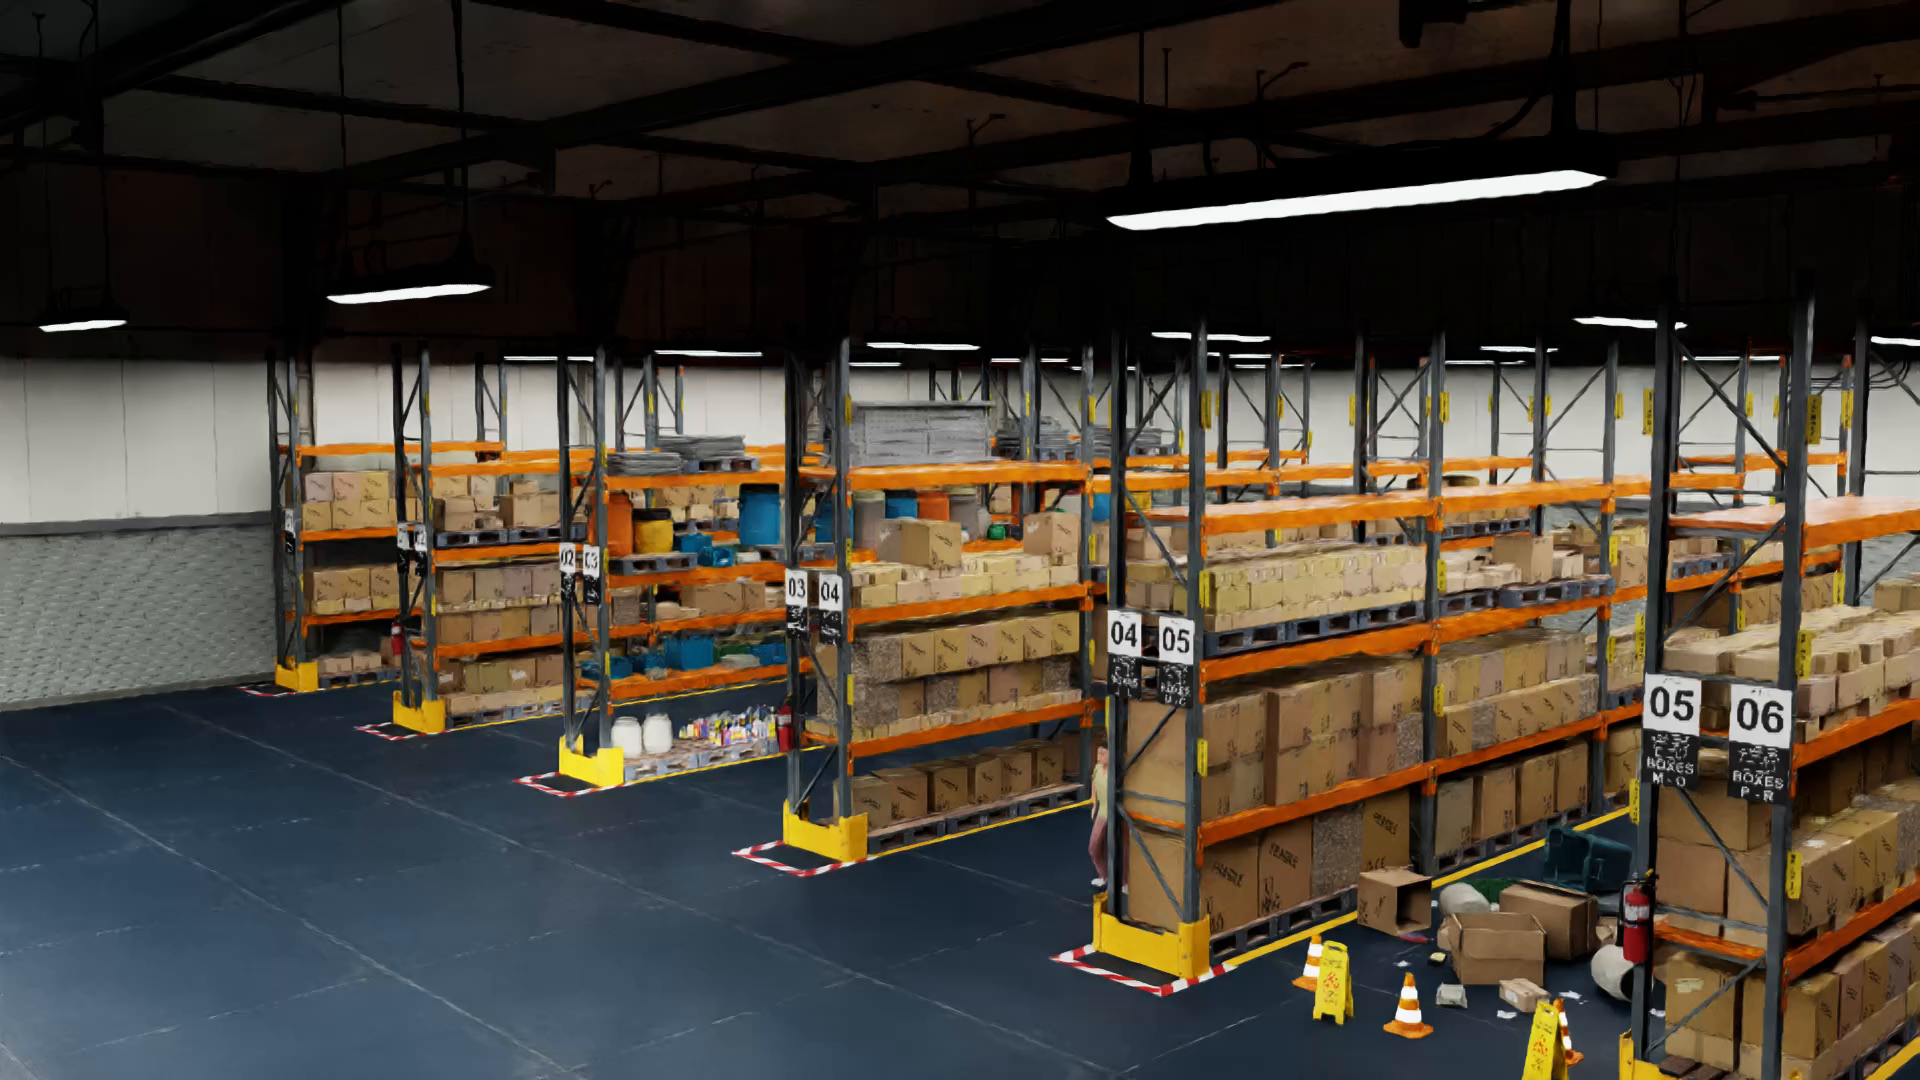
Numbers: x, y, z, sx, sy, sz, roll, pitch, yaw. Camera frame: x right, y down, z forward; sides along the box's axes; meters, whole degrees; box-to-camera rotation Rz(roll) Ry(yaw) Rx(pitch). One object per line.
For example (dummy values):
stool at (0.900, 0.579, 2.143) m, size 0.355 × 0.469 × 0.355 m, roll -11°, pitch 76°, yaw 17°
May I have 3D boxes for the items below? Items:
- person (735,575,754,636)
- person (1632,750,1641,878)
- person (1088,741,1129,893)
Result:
person at (-4.299, 1.337, 33.688) m, size 0.468 × 1.794 × 0.625 m, roll 2°, pitch 5°, yaw 21°
person at (7.444, 2.730, 17.791) m, size 0.578 × 1.775 × 0.494 m, roll -1°, pitch 5°, yaw -14°
person at (1.595, 2.868, 17.313) m, size 0.598 × 1.619 × 0.507 m, roll 5°, pitch 7°, yaw 44°
